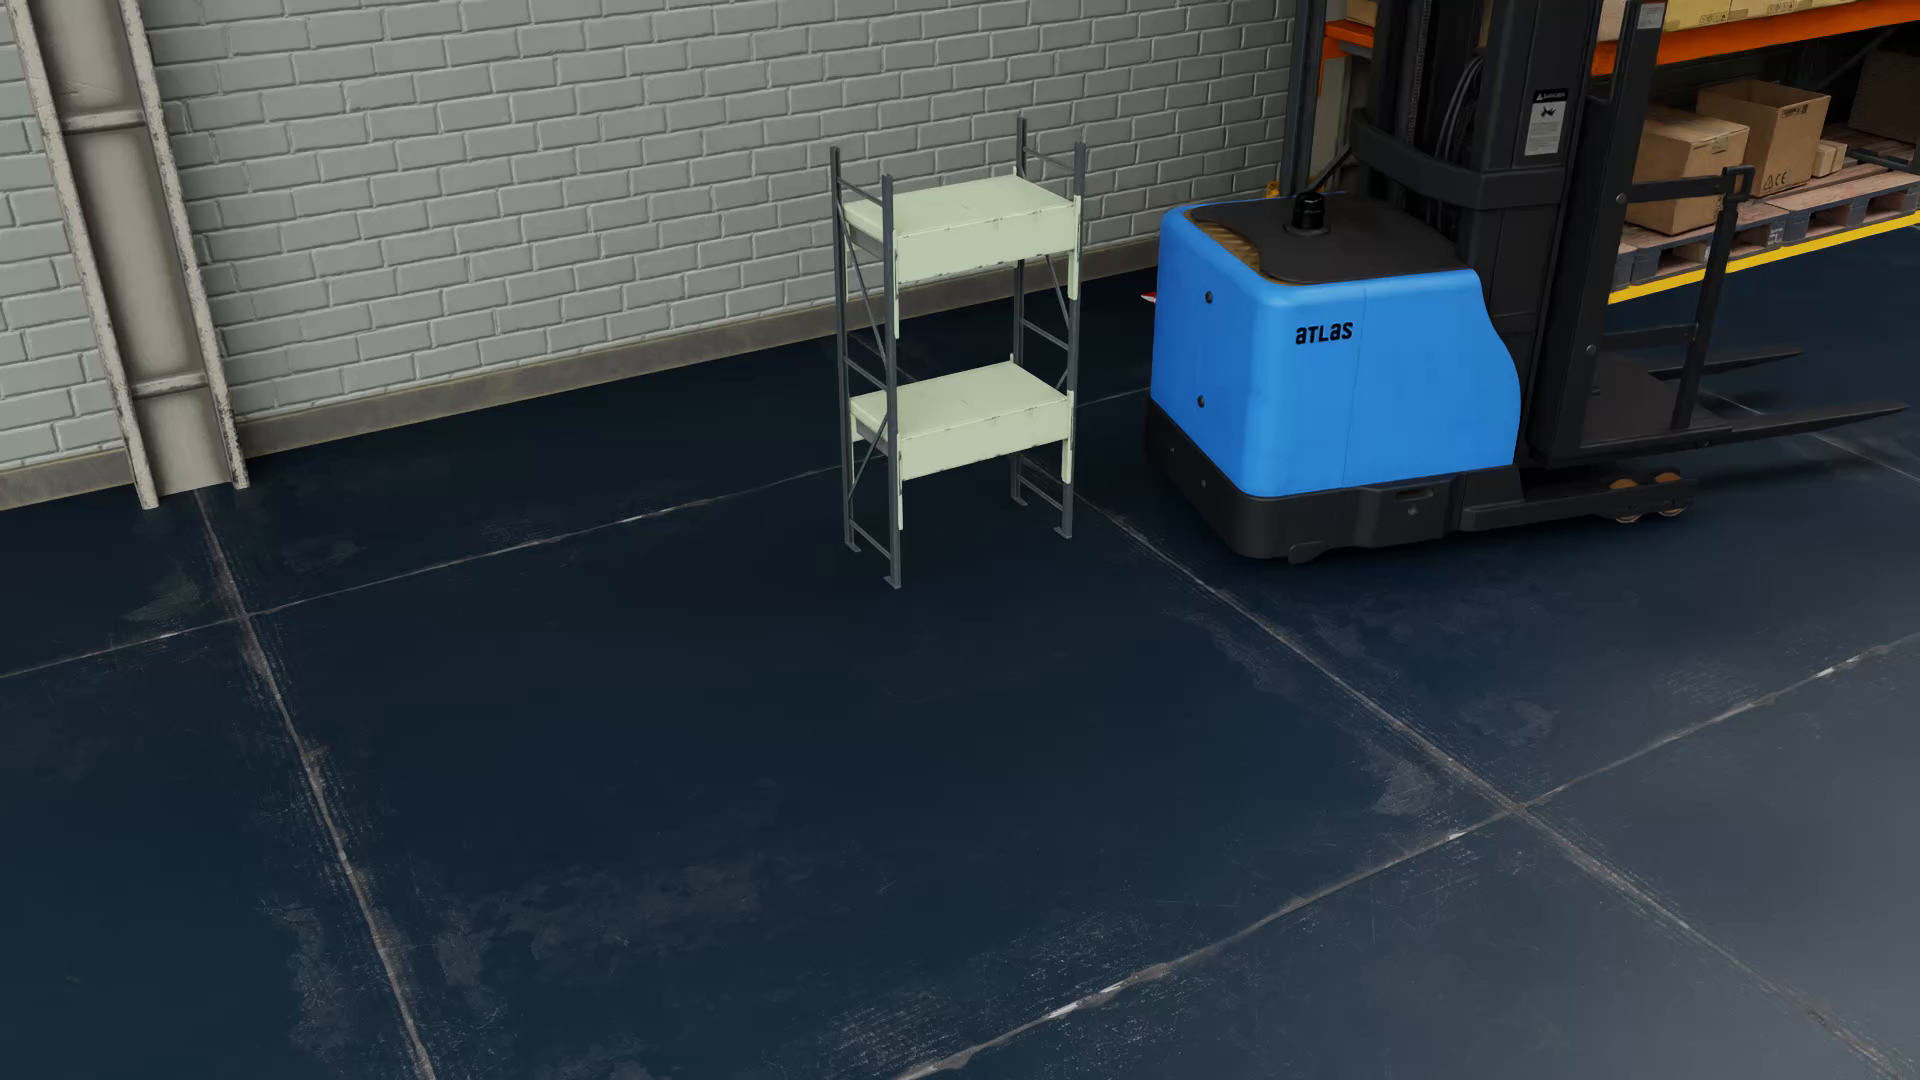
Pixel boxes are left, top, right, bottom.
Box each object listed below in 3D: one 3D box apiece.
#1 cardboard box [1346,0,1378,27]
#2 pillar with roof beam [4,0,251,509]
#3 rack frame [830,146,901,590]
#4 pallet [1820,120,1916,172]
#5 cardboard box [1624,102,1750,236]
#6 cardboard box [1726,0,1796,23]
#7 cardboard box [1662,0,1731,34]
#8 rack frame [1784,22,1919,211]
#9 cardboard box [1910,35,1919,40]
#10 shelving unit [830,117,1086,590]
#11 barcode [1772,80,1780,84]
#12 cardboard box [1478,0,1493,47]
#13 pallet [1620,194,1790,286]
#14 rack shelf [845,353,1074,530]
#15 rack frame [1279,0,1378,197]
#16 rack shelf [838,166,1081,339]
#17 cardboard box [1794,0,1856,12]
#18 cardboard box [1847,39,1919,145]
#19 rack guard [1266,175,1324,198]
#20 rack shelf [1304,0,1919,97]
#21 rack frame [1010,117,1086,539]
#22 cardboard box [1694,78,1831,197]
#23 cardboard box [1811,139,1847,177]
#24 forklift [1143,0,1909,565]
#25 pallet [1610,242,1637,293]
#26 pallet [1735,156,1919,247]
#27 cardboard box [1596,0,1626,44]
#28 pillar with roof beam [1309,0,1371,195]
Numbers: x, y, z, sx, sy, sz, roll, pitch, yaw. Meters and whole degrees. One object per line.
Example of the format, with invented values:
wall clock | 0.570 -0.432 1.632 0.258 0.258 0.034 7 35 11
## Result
cardboard box | 2.232 -2.619 8.025 0.500 0.250 0.500 -15 32 -26
pillar with roof beam | -0.899 -2.376 1.243 0.400 9.000 9.100 -16 33 -26
rack frame | -0.321 -0.565 5.722 0.023 1.500 0.400 -16 33 -26
pallet | 6.047 -2.430 10.434 1.213 0.211 1.003 -16 33 -26
cardboard box | 3.719 -2.009 8.917 0.500 0.500 0.700 -18 34 -29
cardboard box | 3.829 -2.789 8.333 0.500 0.250 0.500 -16 32 -26
cardboard box | 3.392 -2.666 8.111 0.500 0.250 0.500 -16 33 -27
rack frame | 5.376 -3.459 9.414 0.127 3.000 1.000 -16 33 -26
cardboard box | 6.423 -2.892 10.518 0.500 0.500 0.700 -17 33 -27
shelving unit | -0.006 -0.655 5.885 0.755 1.500 0.431 -16 33 -26
barcode | 4.789 -2.666 9.776 0.075 0.075 0.001 -16 33 -26
cardboard box | 2.509 -2.411 7.648 0.500 0.250 0.500 -17 33 -28
pallet | 3.762 -1.759 9.219 1.213 0.211 1.003 -16 33 -26
rack shelf | -0.006 -0.370 6.042 0.720 0.370 0.431 -16 33 -26
rack frame | 1.928 -2.480 7.640 0.127 3.000 1.000 -16 33 -26
rack shelf | -0.006 -0.997 5.696 0.720 0.370 0.431 -16 33 -26
cardboard box | 4.262 -2.912 8.557 0.500 0.250 0.500 -16 33 -27
cardboard box | 6.003 -2.745 10.251 0.500 0.500 0.700 -15 32 -25
rack guard | 1.993 -1.404 8.278 0.348 0.500 1.175 -16 33 -26
rack shelf | 3.652 -2.655 8.701 4.000 0.370 1.077 -16 33 -26
rack frame | 0.310 -0.745 6.047 0.023 1.500 0.400 -16 33 -26
cardboard box | 4.502 -2.287 9.421 0.500 0.500 0.500 -19 34 -30
cardboard box | 4.930 -2.268 9.732 0.250 0.166 0.380 -21 35 -33
forklift | 2.323 -1.585 6.089 3.031 2.935 1.130 -8 30 -14
pallet | 2.712 -1.462 8.681 1.213 0.211 1.003 -16 33 -26
pallet | 4.815 -2.059 9.763 1.213 0.211 1.003 -16 33 -26
cardboard box | 2.950 -2.544 7.889 0.500 0.250 0.500 -17 33 -28
pillar with roof beam | 4.274 -3.845 3.904 0.400 9.000 9.100 -16 33 -26
